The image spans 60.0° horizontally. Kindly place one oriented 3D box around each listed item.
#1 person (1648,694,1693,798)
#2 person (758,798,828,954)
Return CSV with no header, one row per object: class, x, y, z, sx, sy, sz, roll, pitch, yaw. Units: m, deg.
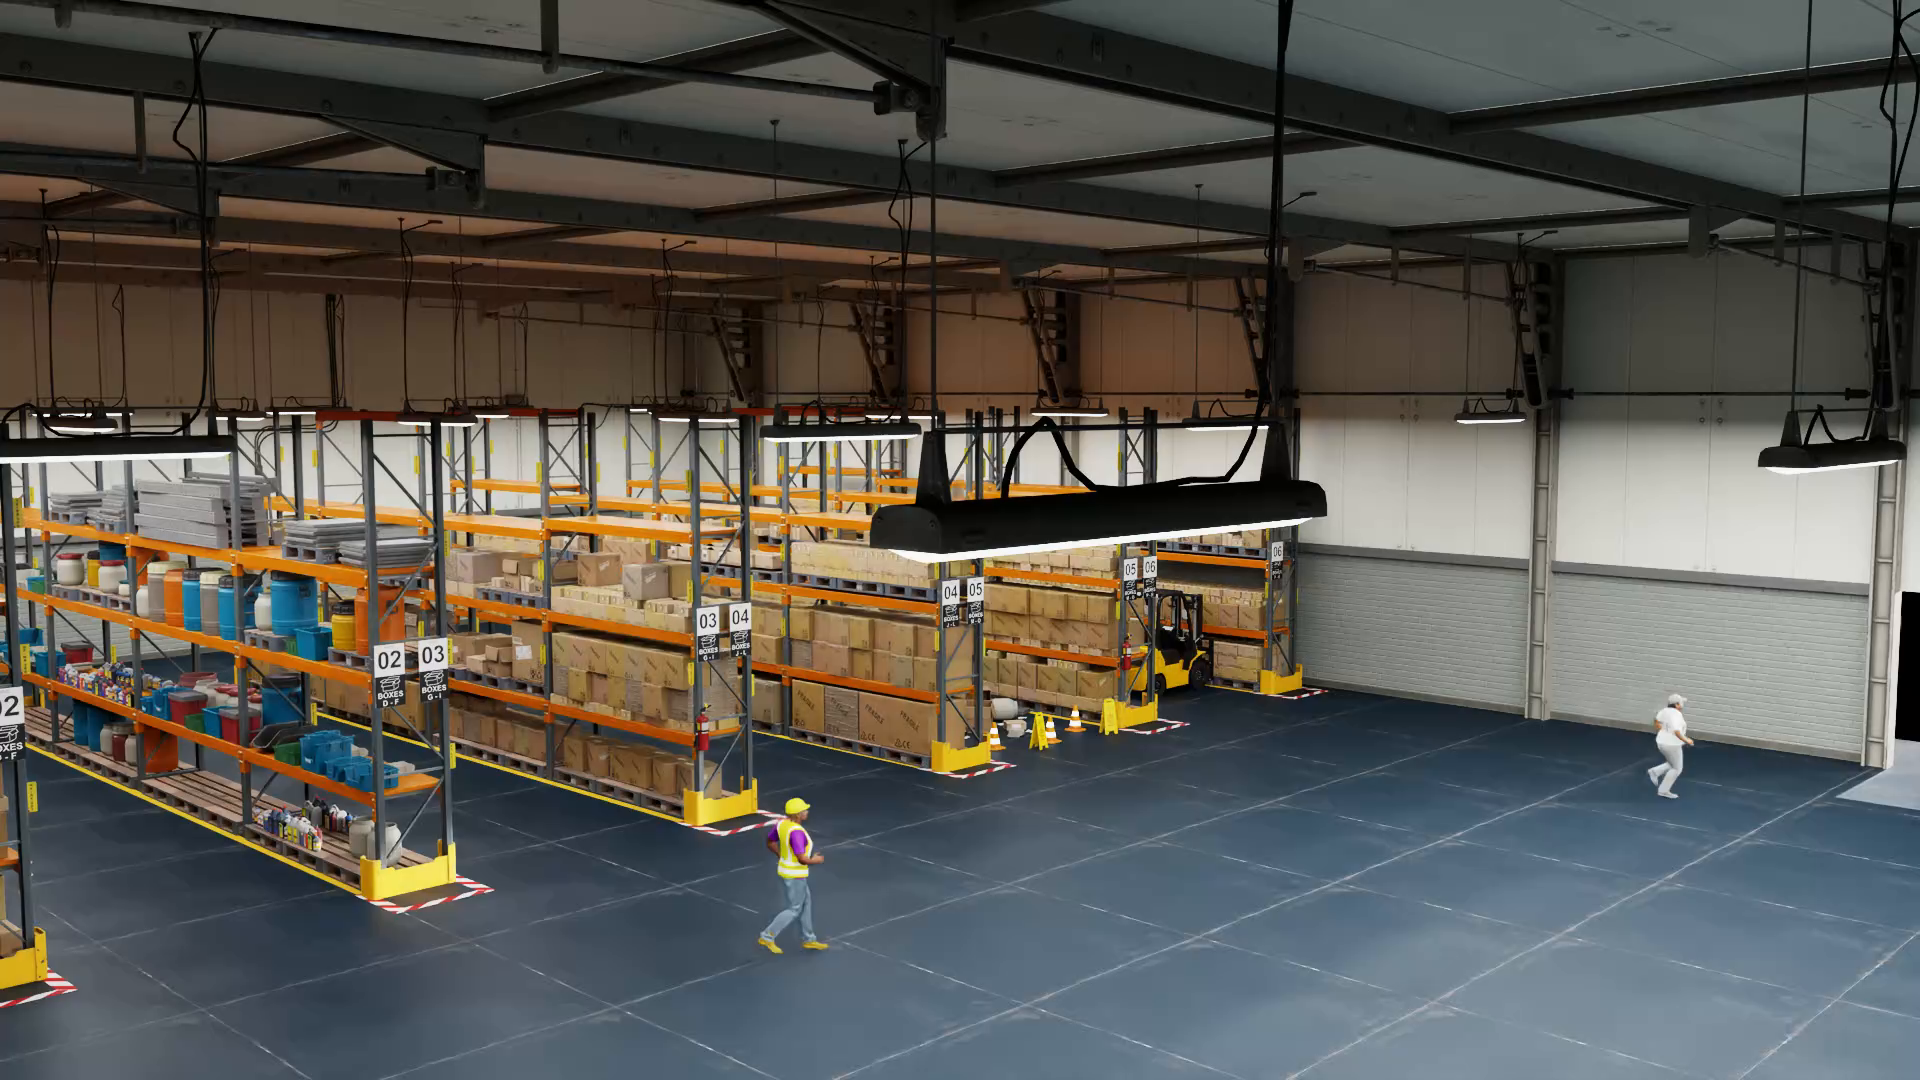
person,11.156,3.220,26.102,0.620,1.630,0.620,0,5,1
person,-1.885,3.789,18.704,0.865,1.784,0.726,-2,6,-24
